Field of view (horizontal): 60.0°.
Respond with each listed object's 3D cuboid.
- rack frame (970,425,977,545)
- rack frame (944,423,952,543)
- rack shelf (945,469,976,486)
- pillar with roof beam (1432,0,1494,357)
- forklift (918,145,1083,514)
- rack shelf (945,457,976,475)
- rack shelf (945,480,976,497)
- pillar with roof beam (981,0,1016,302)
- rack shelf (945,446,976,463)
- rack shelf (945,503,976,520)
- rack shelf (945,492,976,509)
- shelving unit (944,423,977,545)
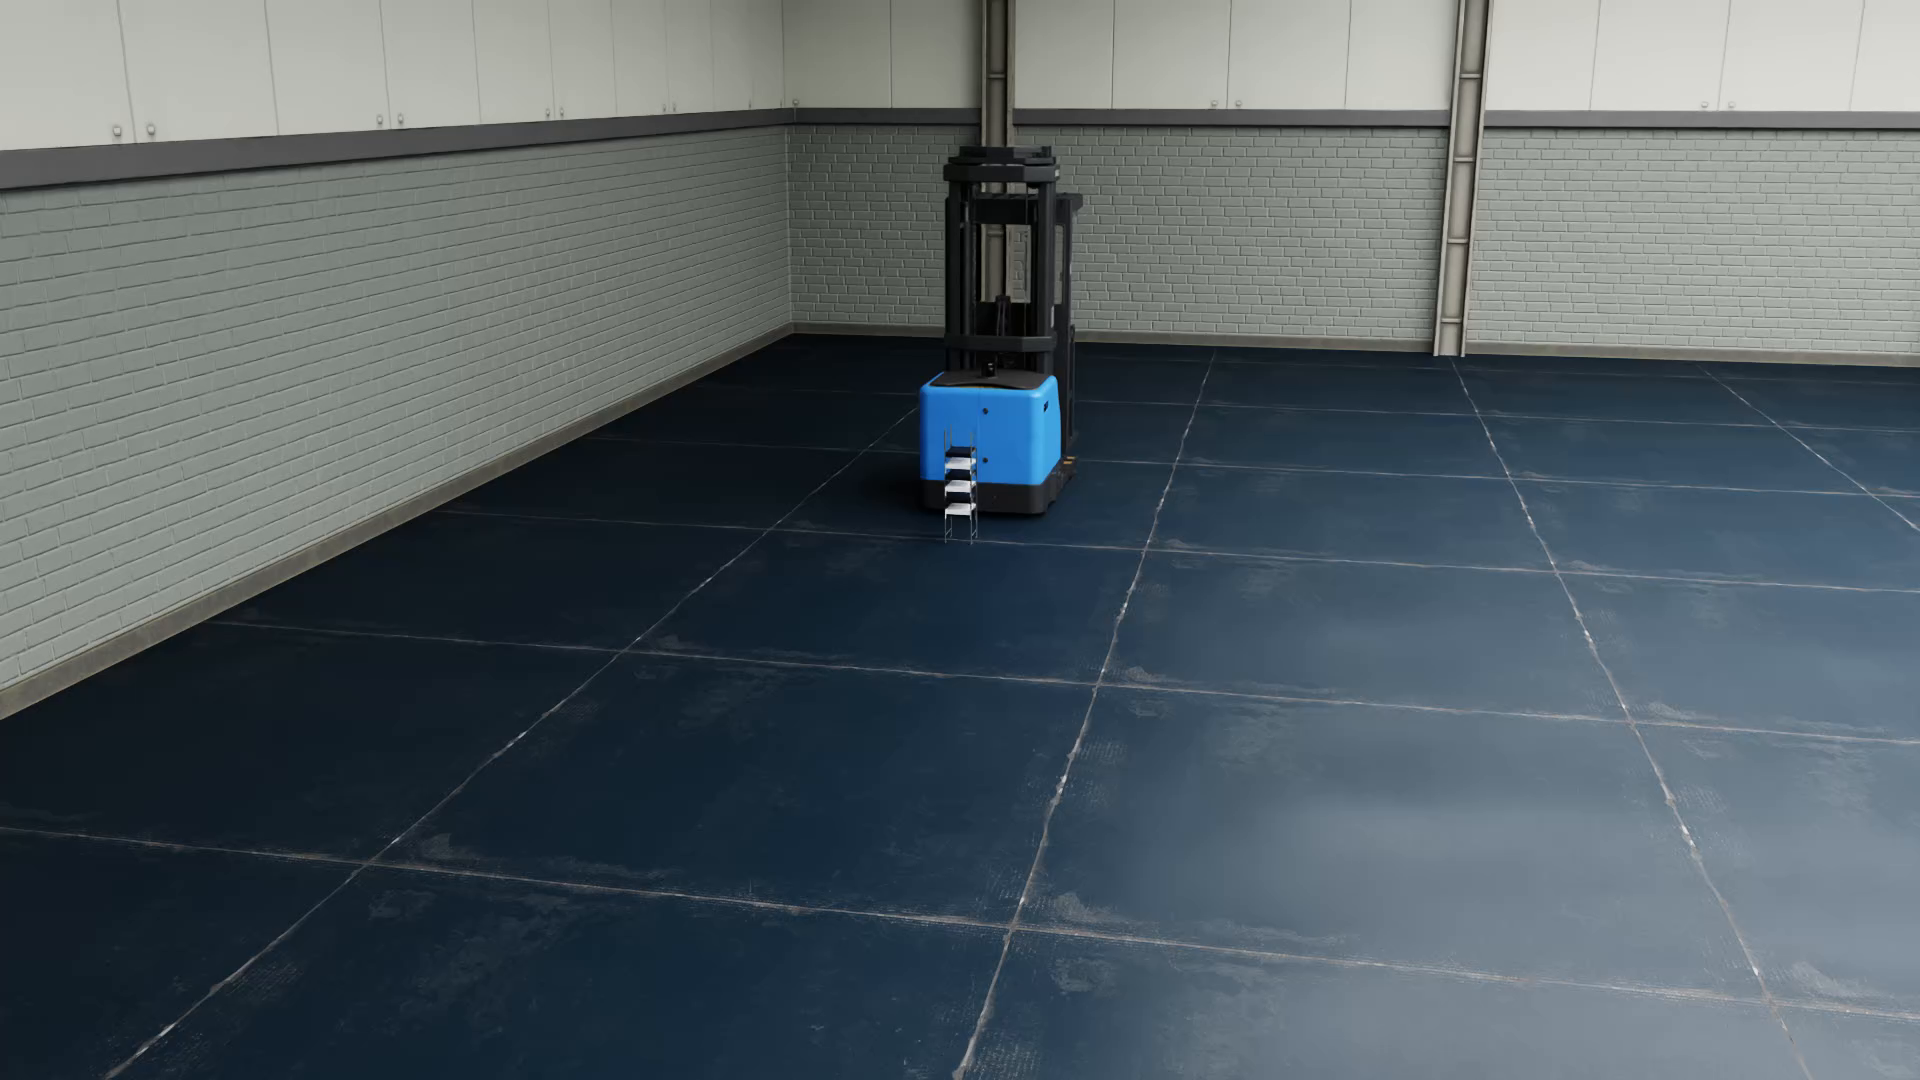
[{"bbox_3d":[0.108,-0.428,12.851,0.006,0.900,0.240,3,16,11],"label":"rack frame"},{"bbox_3d":[-0.092,-0.439,12.890,0.006,0.900,0.240,3,16,11],"label":"rack frame"},{"bbox_3d":[0.008,-0.488,12.855,0.200,0.077,0.258,3,16,11],"label":"rack shelf"},{"bbox_3d":[5.530,-5.639,16.492,0.400,9.000,9.100,3,16,11],"label":"pillar with roof beam"},{"bbox_3d":[0.465,-1.972,14.621,1.130,2.935,3.031,3,16,12],"label":"forklift"},{"bbox_3d":[0.008,-0.575,12.831,0.200,0.077,0.258,3,16,11],"label":"rack shelf"},{"bbox_3d":[0.008,-0.401,12.879,0.200,0.077,0.258,3,16,11],"label":"rack shelf"},{"bbox_3d":[-0.350,-5.958,17.644,0.400,9.000,9.100,3,16,11],"label":"pillar with roof beam"},{"bbox_3d":[0.008,-0.661,12.807,0.200,0.077,0.258,3,16,11],"label":"rack shelf"},{"bbox_3d":[0.008,-0.228,12.927,0.200,0.077,0.258,3,16,11],"label":"rack shelf"},{"bbox_3d":[0.008,-0.314,12.903,0.200,0.077,0.258,3,16,11],"label":"rack shelf"},{"bbox_3d":[0.008,-0.433,12.870,0.210,0.900,0.258,3,16,11],"label":"shelving unit"}]
